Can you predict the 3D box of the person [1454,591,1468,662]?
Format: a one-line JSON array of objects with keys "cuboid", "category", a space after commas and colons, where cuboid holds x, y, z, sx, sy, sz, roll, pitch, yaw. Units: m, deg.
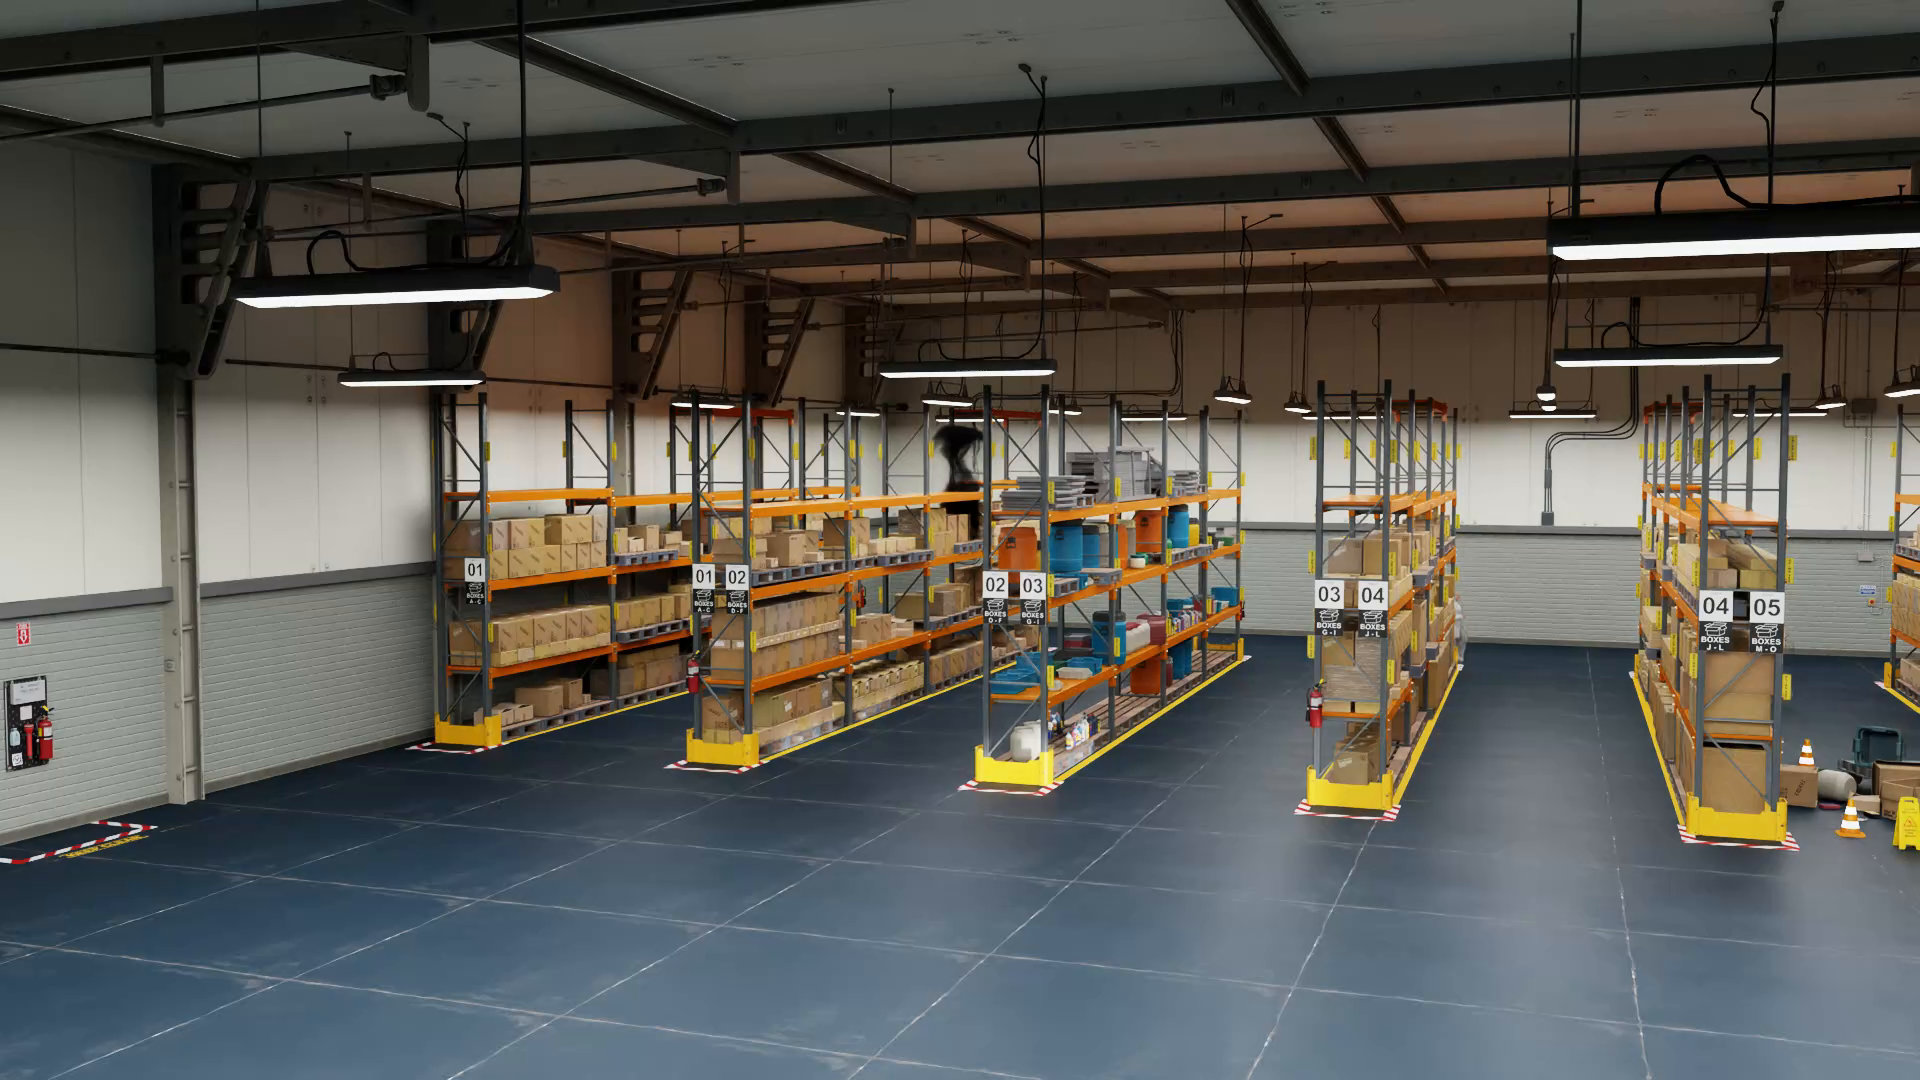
[{"cuboid": [11.627, 2.088, 39.389, 0.750, 1.811, 0.791, 2, 3, 29], "category": "person"}]
